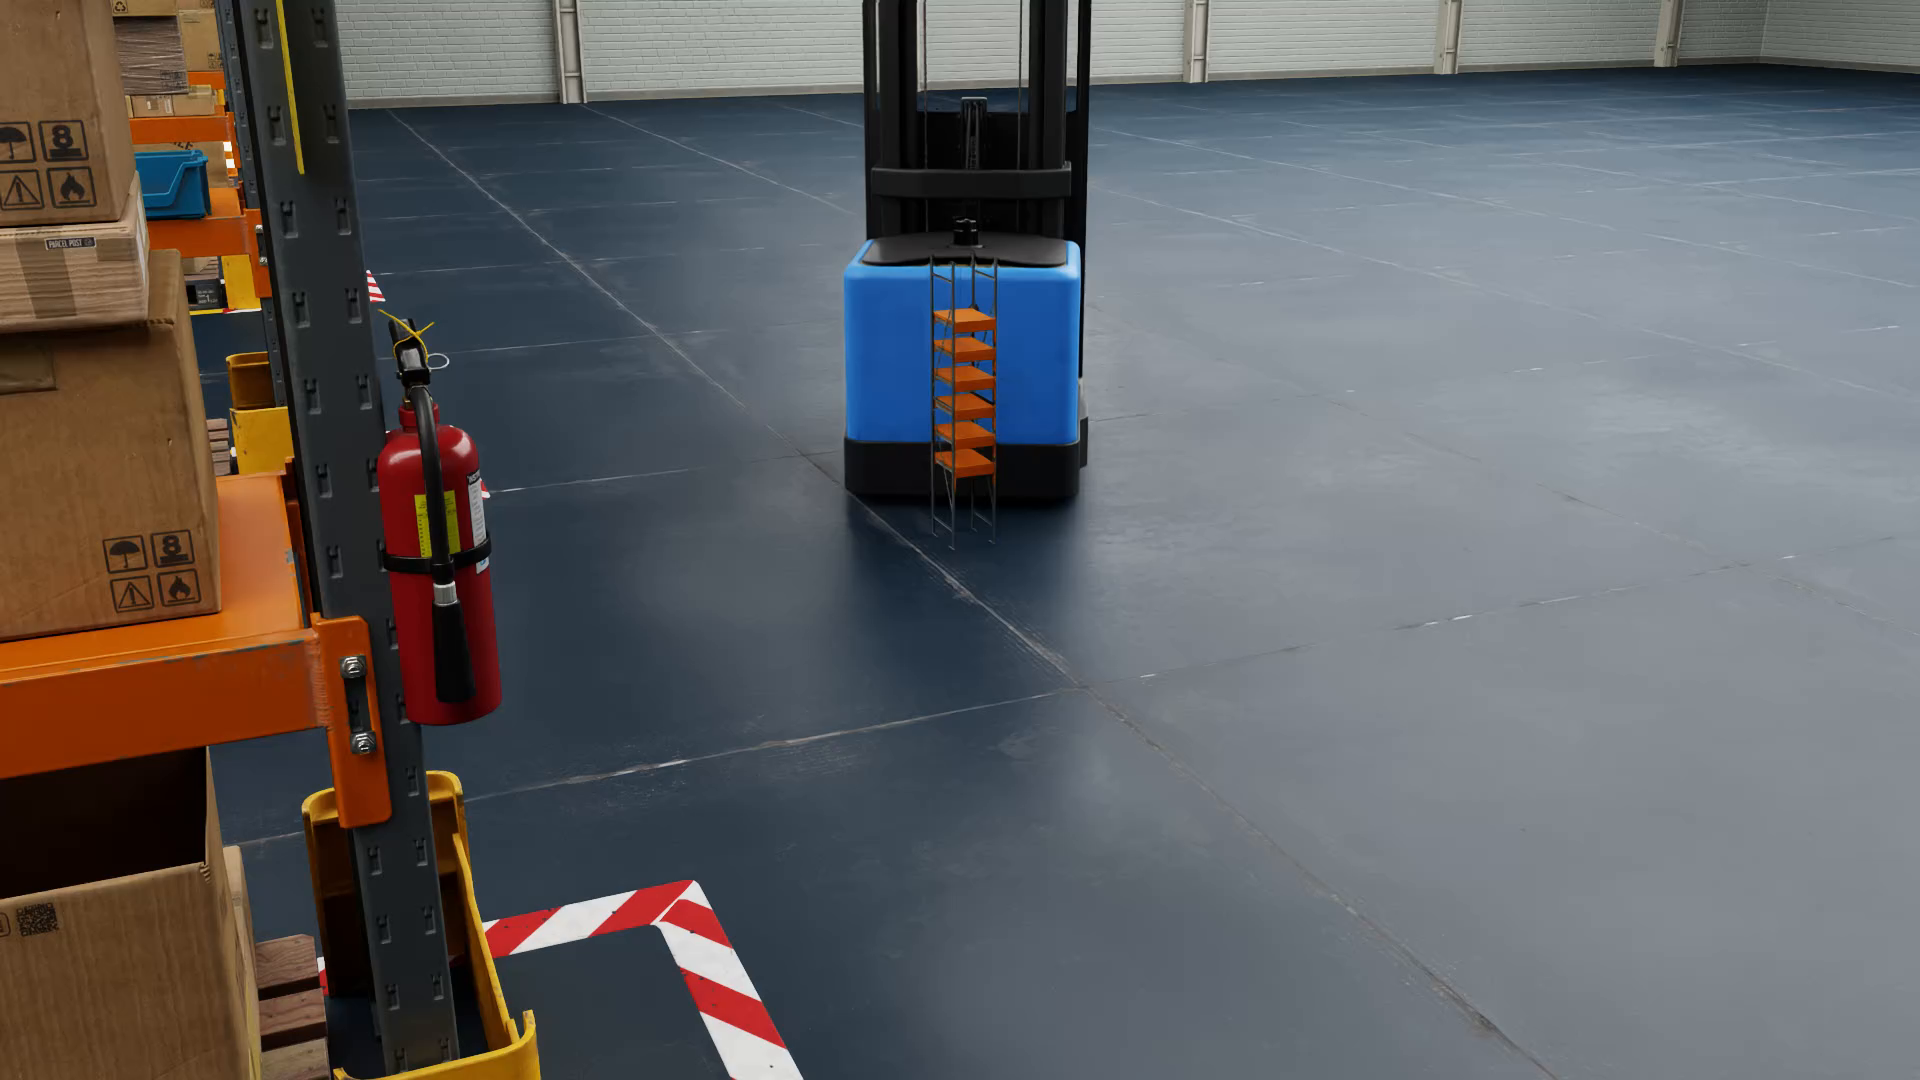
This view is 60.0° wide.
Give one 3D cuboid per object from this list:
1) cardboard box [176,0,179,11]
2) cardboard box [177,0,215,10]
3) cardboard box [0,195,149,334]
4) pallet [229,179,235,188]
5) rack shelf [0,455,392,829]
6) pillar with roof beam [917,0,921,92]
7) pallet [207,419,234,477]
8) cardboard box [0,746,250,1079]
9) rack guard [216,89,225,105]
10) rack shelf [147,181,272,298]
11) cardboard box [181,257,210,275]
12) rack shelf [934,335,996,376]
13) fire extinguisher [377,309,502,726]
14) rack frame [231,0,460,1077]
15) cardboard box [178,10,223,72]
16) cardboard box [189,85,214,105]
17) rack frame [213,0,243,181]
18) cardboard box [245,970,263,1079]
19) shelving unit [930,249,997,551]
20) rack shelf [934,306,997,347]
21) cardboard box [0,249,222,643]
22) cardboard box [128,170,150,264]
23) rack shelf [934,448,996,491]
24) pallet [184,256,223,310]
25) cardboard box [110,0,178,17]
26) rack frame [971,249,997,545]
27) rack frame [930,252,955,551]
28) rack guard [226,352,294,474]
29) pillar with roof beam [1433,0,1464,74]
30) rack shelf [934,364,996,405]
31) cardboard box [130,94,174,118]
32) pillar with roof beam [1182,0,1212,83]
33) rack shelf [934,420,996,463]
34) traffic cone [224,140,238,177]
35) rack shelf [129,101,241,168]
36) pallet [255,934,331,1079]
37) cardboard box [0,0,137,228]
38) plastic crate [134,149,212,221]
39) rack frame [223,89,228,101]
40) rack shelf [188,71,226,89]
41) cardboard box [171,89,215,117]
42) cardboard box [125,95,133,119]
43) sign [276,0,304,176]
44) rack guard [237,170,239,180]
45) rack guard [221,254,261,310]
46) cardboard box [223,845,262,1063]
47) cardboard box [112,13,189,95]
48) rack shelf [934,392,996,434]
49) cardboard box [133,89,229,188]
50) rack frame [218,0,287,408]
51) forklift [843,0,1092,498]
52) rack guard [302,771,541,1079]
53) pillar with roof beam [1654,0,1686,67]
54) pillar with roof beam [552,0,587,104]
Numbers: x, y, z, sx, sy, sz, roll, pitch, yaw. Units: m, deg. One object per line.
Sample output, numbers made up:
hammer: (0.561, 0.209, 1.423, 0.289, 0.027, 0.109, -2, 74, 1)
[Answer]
cardboard box: (-5.692, -3.888, 11.445, 0.500, 0.500, 0.500, -8, 21, -22)
cardboard box: (-7.307, -5.288, 15.671, 0.550, 0.550, 0.875, -8, 21, -22)
cardboard box: (-1.434, -0.442, 2.633, 0.250, 0.149, 0.380, -9, 21, -23)
pallet: (-7.654, -3.300, 16.077, 1.213, 0.211, 1.003, -8, 21, -22)
rack shelf: (-2.995, 0.405, 2.438, 4.000, 0.370, 1.077, -8, 21, -22)
pillar with roof beam: (0.754, -11.033, 24.806, 0.400, 9.000, 9.100, -8, 21, -22)
pallet: (-3.916, -0.263, 7.452, 1.213, 0.211, 1.003, -8, 21, -22)
cardboard box: (-1.533, 0.709, 2.870, 0.500, 0.500, 0.500, -8, 21, -22)
rack guard: (-10.952, -6.578, 24.951, 0.348, 0.500, 1.175, -8, 21, -22)
rack shelf: (-4.953, -1.106, 6.729, 4.000, 0.370, 1.077, -8, 21, -22)
cardboard box: (-5.659, -2.161, 11.773, 0.500, 0.500, 0.500, -4, 20, -12)
rack shelf: (0.013, -0.752, 6.763, 0.180, 0.103, 0.258, -8, 21, -22)
fire extinguisher: (-0.866, -0.035, 2.720, 0.183, 0.674, 0.296, -8, 21, -22)
rack frame: (-1.158, -0.197, 3.066, 0.127, 3.000, 1.000, -8, 21, -22)
cardboard box: (-7.273, -4.753, 15.777, 0.550, 0.550, 0.875, -8, 21, -22)
cardboard box: (-5.435, -3.135, 11.788, 0.250, 0.149, 0.380, -8, 21, -22)
rack frame: (-5.079, -3.219, 11.647, 0.127, 3.000, 1.000, -8, 21, -22)
cardboard box: (-1.534, 1.062, 2.996, 0.500, 0.250, 0.500, -8, 21, -22)
shelving unit: (0.013, -0.568, 6.828, 0.189, 1.200, 0.258, -8, 21, -22)
rack shelf: (0.013, -0.866, 6.723, 0.180, 0.103, 0.258, -8, 21, -22)
cardboard box: (-1.592, -0.187, 2.886, 0.500, 0.500, 0.700, -8, 21, -22)
cardboard box: (-1.604, -0.564, 2.981, 0.250, 0.149, 0.380, -8, 21, -22)
rack shelf: (0.013, -0.300, 6.923, 0.180, 0.103, 0.258, -8, 21, -22)
pallet: (-5.909, -1.797, 11.809, 1.213, 0.211, 1.003, -8, 21, -22)
cardboard box: (-5.486, -3.730, 10.995, 0.500, 0.500, 0.500, -8, 21, -22)
rack frame: (0.097, -0.580, 6.862, 0.006, 1.200, 0.240, -8, 21, -22)
rack frame: (-0.071, -0.556, 6.794, 0.006, 1.200, 0.240, -8, 21, -22)
rack guard: (-3.168, -0.505, 7.703, 0.348, 0.500, 1.175, -8, 21, -22)
pillar with roof beam: (11.772, -12.611, 29.290, 0.400, 9.000, 9.100, -8, 21, -22)
rack shelf: (0.013, -0.639, 6.803, 0.180, 0.103, 0.258, -8, 21, -22)
cardboard box: (-5.489, -2.967, 11.310, 0.250, 0.149, 0.380, -8, 21, -22)
pillar with roof beam: (6.263, -11.822, 27.048, 0.400, 9.000, 9.100, -8, 21, -22)
rack shelf: (0.013, -0.413, 6.883, 0.180, 0.103, 0.258, -8, 21, -22)
traffic cone: (-8.136, -4.300, 18.539, 0.334, 0.463, 0.336, -8, 21, -22)
rack shelf: (-6.915, -2.616, 11.019, 4.000, 0.370, 1.077, -8, 21, -22)
pallet: (-1.844, 1.231, 3.207, 1.213, 0.211, 1.003, -8, 21, -22)
cardboard box: (-1.641, -0.792, 2.650, 0.500, 0.500, 0.700, -8, 21, -22)
plastic crate: (-3.458, -1.481, 6.936, 0.616, 0.251, 0.499, -8, 21, -22)
rack frame: (-9.004, -6.241, 20.230, 0.127, 3.000, 1.000, -8, 21, -22)
rack shelf: (-8.787, -4.142, 15.352, 4.000, 0.370, 1.077, -8, 21, -22)
cardboard box: (-5.259, -3.000, 11.403, 0.250, 0.149, 0.380, -8, 21, -22)
cardboard box: (-5.698, -2.918, 11.172, 0.250, 0.149, 0.380, -8, 21, -22)
sign: (-0.956, -0.688, 2.359, 0.005, 0.325, 0.100, -8, 21, -22)
rack guard: (-6.929, -3.569, 16.404, 0.348, 0.500, 1.175, -8, 21, -22)
rack guard: (-5.149, -2.030, 12.033, 0.348, 0.500, 1.175, -8, 21, -22)
cardboard box: (-1.739, 0.904, 3.445, 0.500, 0.250, 0.500, -8, 21, -22)
cardboard box: (-5.595, -3.342, 11.399, 0.500, 0.500, 0.875, -8, 21, -22)
rack shelf: (0.013, -0.526, 6.843, 0.180, 0.103, 0.258, -8, 21, -22)
cardboard box: (-7.547, -3.831, 15.953, 0.875, 0.875, 0.875, -8, 21, -22)
rack frame: (-3.117, -1.708, 7.357, 0.127, 3.000, 1.000, -8, 21, -22)
forklift: (0.096, -2.012, 8.322, 1.130, 2.935, 3.031, 1, 19, 3)
rack guard: (-1.136, 0.979, 3.490, 0.348, 0.500, 1.175, -8, 21, -22)
pillar with roof beam: (17.281, -13.401, 31.531, 0.400, 9.000, 9.100, -8, 21, -22)
pillar with roof beam: (-4.756, -10.243, 22.565, 0.400, 9.000, 9.100, -8, 21, -22)
